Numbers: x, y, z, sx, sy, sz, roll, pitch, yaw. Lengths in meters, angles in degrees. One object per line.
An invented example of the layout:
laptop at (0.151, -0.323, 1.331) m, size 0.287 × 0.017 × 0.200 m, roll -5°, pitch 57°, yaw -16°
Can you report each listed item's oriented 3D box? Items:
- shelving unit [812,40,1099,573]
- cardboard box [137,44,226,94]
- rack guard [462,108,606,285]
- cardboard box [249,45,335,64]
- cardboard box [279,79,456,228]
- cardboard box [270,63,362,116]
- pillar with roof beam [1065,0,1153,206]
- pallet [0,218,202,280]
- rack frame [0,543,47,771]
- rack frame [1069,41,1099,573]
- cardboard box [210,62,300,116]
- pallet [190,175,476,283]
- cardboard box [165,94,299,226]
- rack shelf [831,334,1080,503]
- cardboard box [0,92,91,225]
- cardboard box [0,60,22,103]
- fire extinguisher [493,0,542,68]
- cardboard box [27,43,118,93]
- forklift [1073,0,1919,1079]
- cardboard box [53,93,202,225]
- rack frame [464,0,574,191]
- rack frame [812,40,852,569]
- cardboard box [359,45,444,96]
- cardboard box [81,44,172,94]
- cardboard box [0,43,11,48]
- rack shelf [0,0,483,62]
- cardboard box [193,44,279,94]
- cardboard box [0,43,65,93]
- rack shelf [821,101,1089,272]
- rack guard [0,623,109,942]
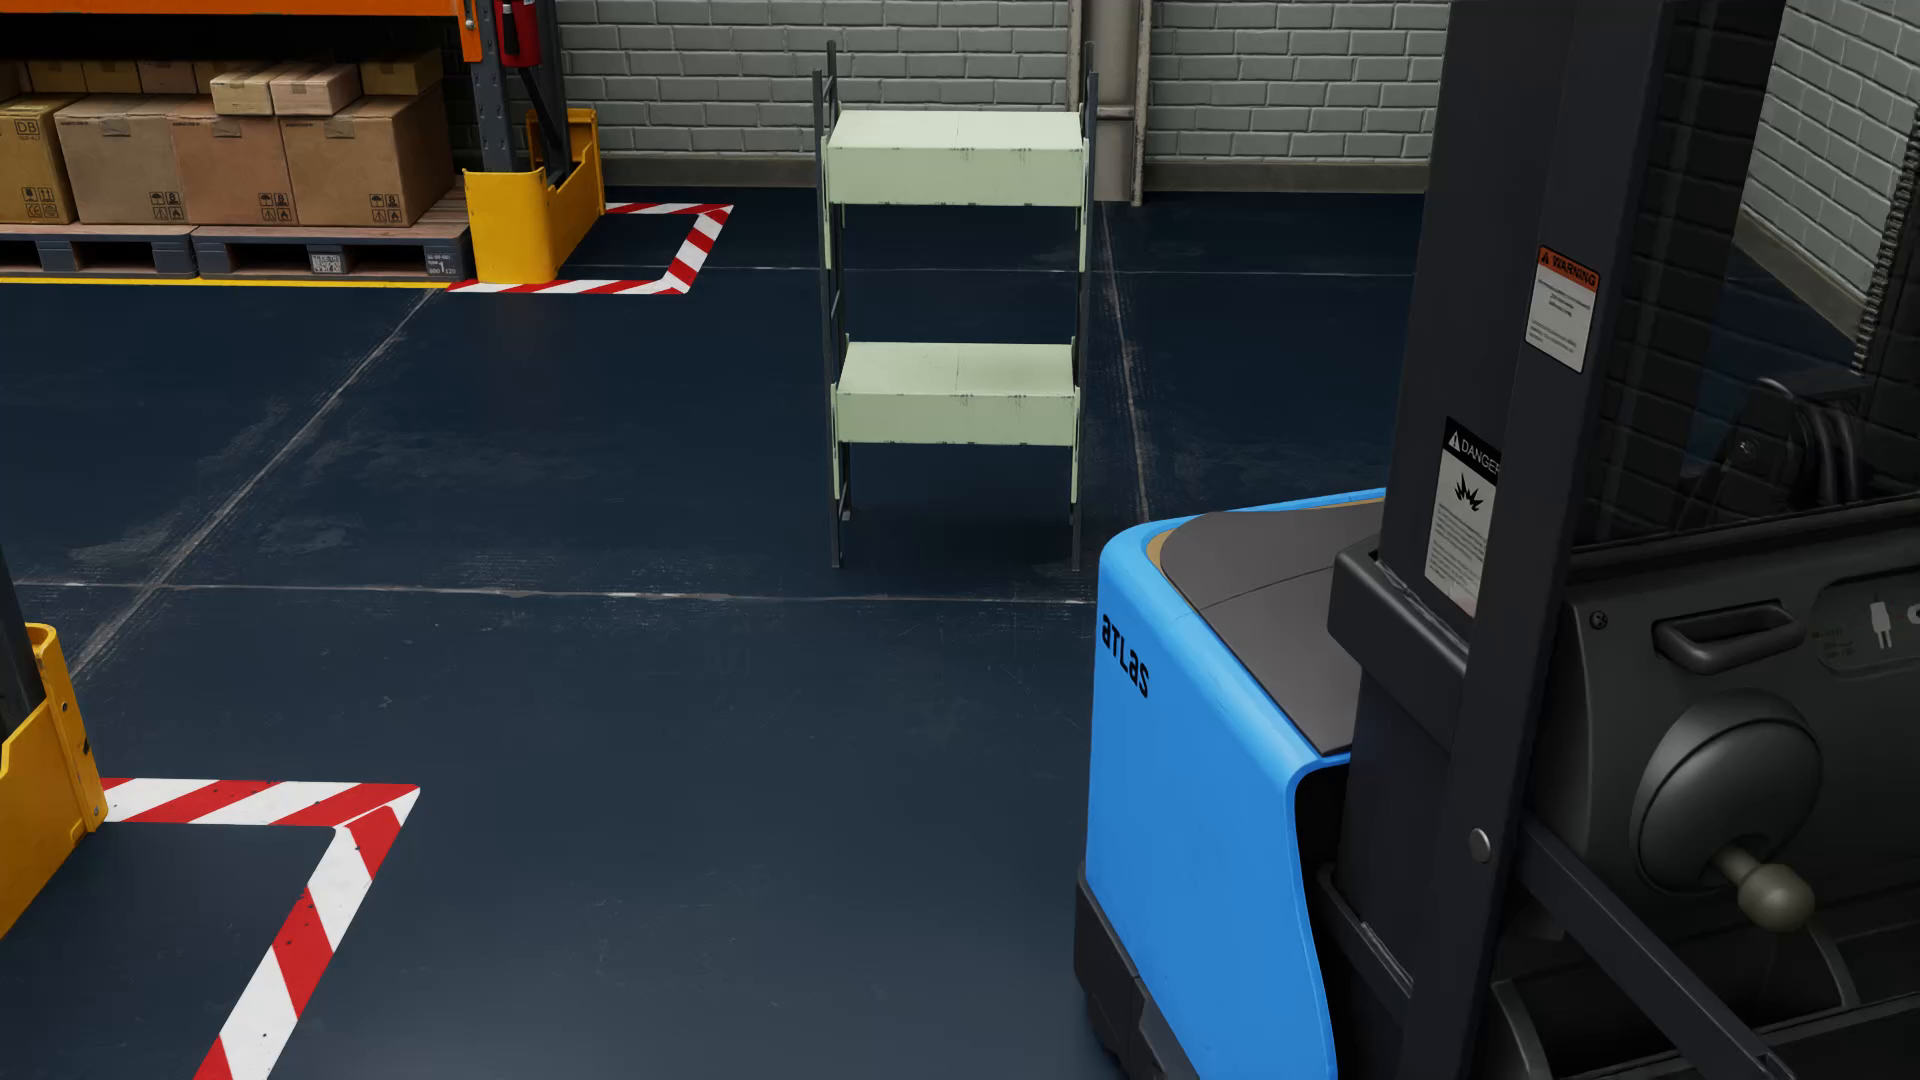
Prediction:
shelving unit at (-0.007, -0.663, 4.899) m, size 0.755 × 1.500 × 0.431 m, roll 1°, pitch 28°, yaw 2°
cardboard box at (-3.577, -2.177, 7.682) m, size 0.250 × 0.149 × 0.380 m, roll 1°, pitch 28°, yaw 3°
rack guard at (-1.971, -1.632, 7.795) m, size 0.348 × 0.500 × 1.175 m, roll 1°, pitch 28°, yaw 2°
cardboard box at (-3.072, -2.169, 7.667) m, size 0.250 × 0.149 × 0.380 m, roll 1°, pitch 28°, yaw 2°
cardboard box at (-2.698, -1.783, 7.631) m, size 0.500 × 0.500 × 0.700 m, roll 1°, pitch 28°, yaw 2°
cardboard box at (-2.833, -1.986, 7.322) m, size 0.250 × 0.149 × 0.380 m, roll 1°, pitch 28°, yaw 1°
pillar with roof beam at (0.582, -3.733, 2.683) m, size 0.400 × 9.000 × 9.100 m, roll 1°, pitch 28°, yaw 2°
pallet at (-4.013, -1.503, 7.860) m, size 1.213 × 0.211 × 1.003 m, roll 1°, pitch 28°, yaw 2°
rack frame at (-2.166, -0.418, 2.836) m, size 0.127 × 3.000 × 1.000 m, roll 1°, pitch 28°, yaw 2°
rack frame at (0.359, -0.657, 4.888) m, size 0.023 × 1.500 × 0.400 m, roll 1°, pitch 28°, yaw 2°
cardboard box at (-3.088, -1.990, 7.329) m, size 0.250 × 0.149 × 0.380 m, roll 2°, pitch 28°, yaw 3°
pallet at (-2.797, -1.481, 7.819) m, size 1.213 × 0.211 × 1.003 m, roll 1°, pitch 28°, yaw 2°
cardboard box at (-3.198, -1.791, 7.646) m, size 0.500 × 0.500 × 0.700 m, roll 1°, pitch 28°, yaw 2°
rack shelf at (-0.007, -0.375, 5.052) m, size 0.720 × 0.370 × 0.431 m, roll 1°, pitch 28°, yaw 2°
cardboard box at (-4.234, -1.804, 7.672) m, size 0.500 × 0.500 × 0.700 m, roll 2°, pitch 28°, yaw 3°
cardboard box at (-4.391, -2.011, 7.368) m, size 0.250 × 0.149 × 0.380 m, roll 0°, pitch 28°, yaw 0°
fire extinguisher at (-1.860, -2.319, 6.904) m, size 0.183 × 0.674 × 0.296 m, roll 1°, pitch 28°, yaw 2°
cardboard box at (-4.086, -2.185, 7.698) m, size 0.250 × 0.149 × 0.380 m, roll 0°, pitch 28°, yaw 1°
forklift at (1.159, 0.221, 1.703) m, size 1.130 × 2.935 × 3.031 m, roll -8°, pitch 29°, yaw -15°
cardboard box at (-3.701, -1.799, 7.661) m, size 0.500 × 0.500 × 0.700 m, roll 0°, pitch 28°, yaw 0°
rack frame at (-1.995, -2.737, 7.210) m, size 0.127 × 3.000 × 1.000 m, roll 1°, pitch 28°, yaw 2°
rack frame at (-0.372, -0.669, 4.910) m, size 0.023 × 1.500 × 0.400 m, roll 1°, pitch 28°, yaw 2°
cardboard box at (-2.566, -2.161, 7.652) m, size 0.250 × 0.149 × 0.380 m, roll 1°, pitch 28°, yaw 2°
cardboard box at (-3.833, -2.181, 7.690) m, size 0.250 × 0.149 × 0.380 m, roll 1°, pitch 28°, yaw 2°
cardboard box at (-4.596, -2.194, 7.714) m, size 0.250 × 0.149 × 0.380 m, roll 0°, pitch 28°, yaw 0°
rack shelf at (-3.994, -2.452, 7.441) m, size 4.000 × 0.370 × 1.077 m, roll 1°, pitch 28°, yaw 2°
cardboard box at (-3.322, -2.173, 7.675) m, size 0.250 × 0.149 × 0.380 m, roll 1°, pitch 28°, yaw 2°
cardboard box at (-4.344, -2.189, 7.705) m, size 0.250 × 0.149 × 0.380 m, roll 1°, pitch 28°, yaw 2°
rack shelf at (-0.007, -1.008, 4.716) m, size 0.720 × 0.370 × 0.431 m, roll 1°, pitch 28°, yaw 2°
rack guard at (-2.242, 0.685, 3.424) m, size 0.348 × 0.500 × 1.175 m, roll 1°, pitch 28°, yaw 2°
